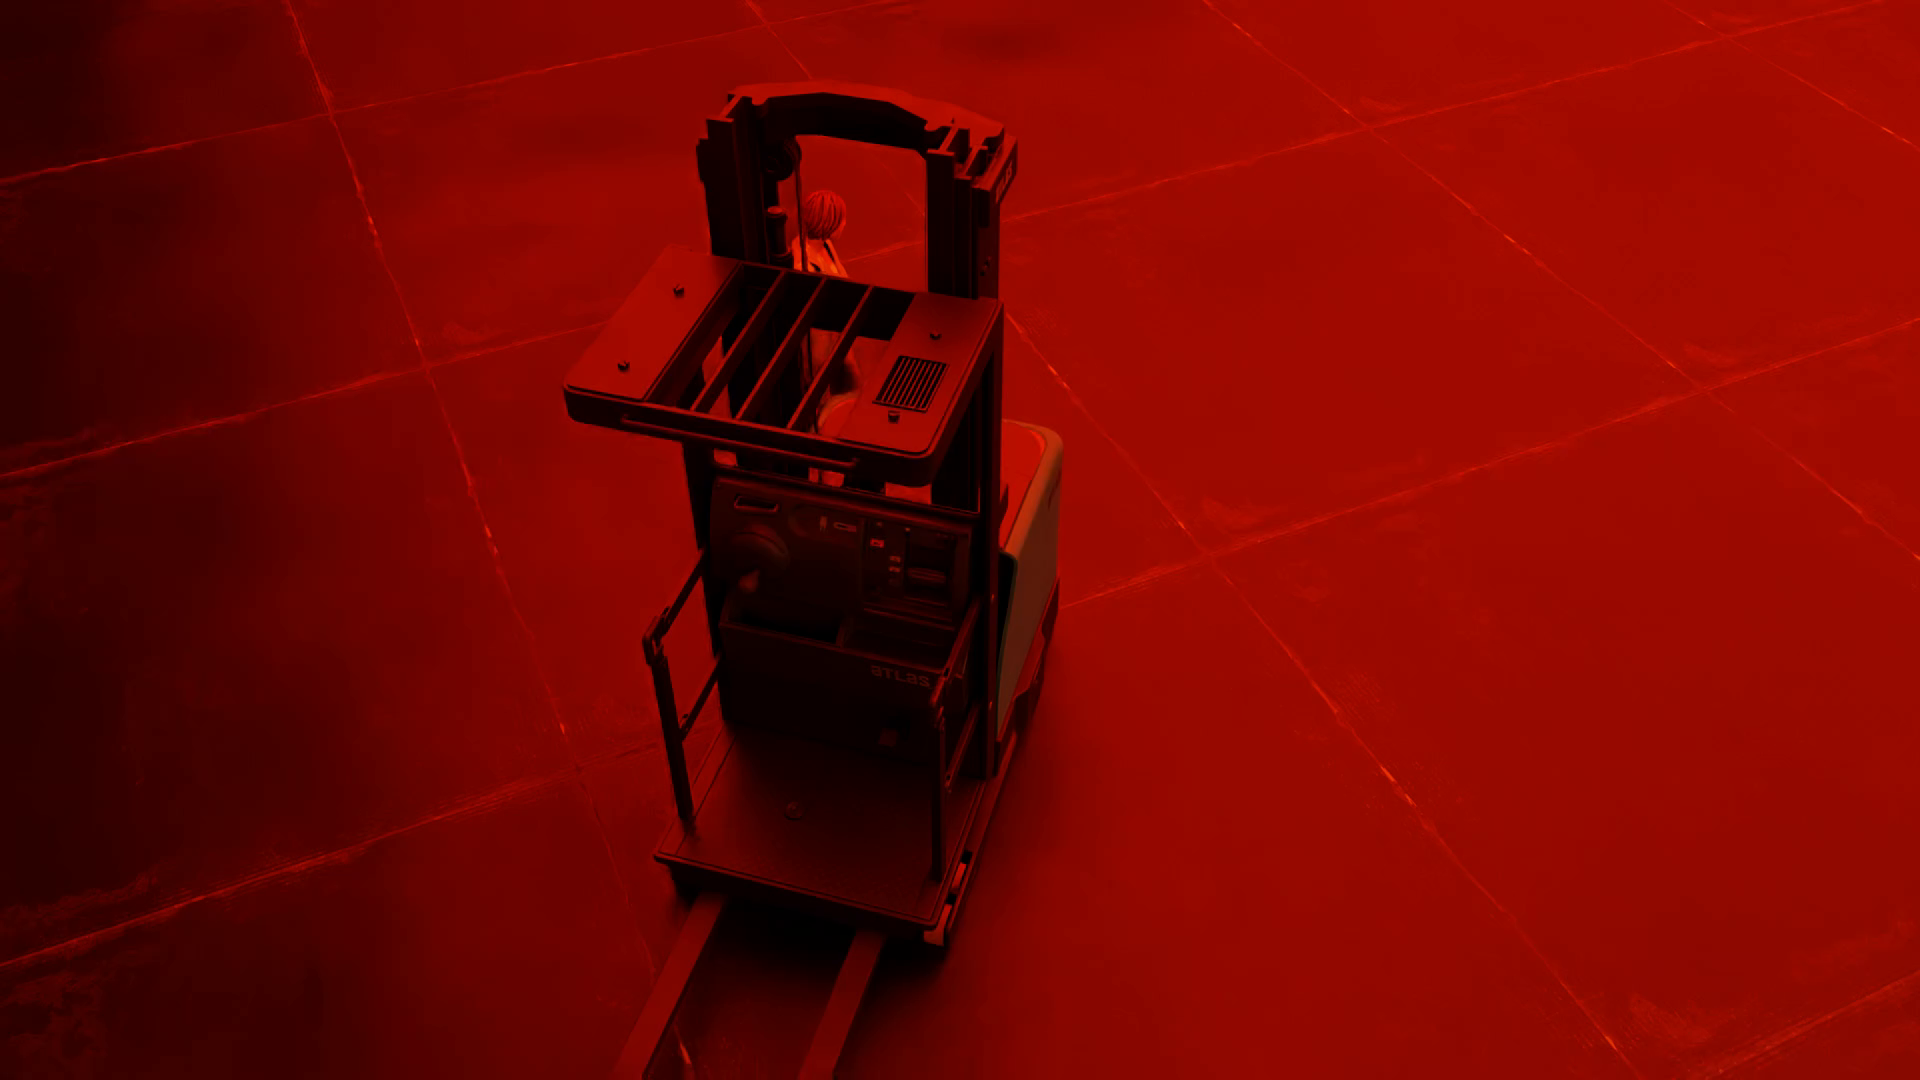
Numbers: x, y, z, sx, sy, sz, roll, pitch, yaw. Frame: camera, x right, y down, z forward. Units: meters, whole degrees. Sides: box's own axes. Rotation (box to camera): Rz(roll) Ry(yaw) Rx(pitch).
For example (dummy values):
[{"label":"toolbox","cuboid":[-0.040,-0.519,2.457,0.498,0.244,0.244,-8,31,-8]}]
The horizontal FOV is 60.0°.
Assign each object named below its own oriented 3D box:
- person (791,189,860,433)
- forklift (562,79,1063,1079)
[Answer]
[{"label":"person","cuboid":[-0.714,-0.891,7.678,0.414,1.570,0.745,8,44,8]},{"label":"forklift","cuboid":[-0.474,0.133,5.537,1.130,2.935,3.031,11,44,12]}]
